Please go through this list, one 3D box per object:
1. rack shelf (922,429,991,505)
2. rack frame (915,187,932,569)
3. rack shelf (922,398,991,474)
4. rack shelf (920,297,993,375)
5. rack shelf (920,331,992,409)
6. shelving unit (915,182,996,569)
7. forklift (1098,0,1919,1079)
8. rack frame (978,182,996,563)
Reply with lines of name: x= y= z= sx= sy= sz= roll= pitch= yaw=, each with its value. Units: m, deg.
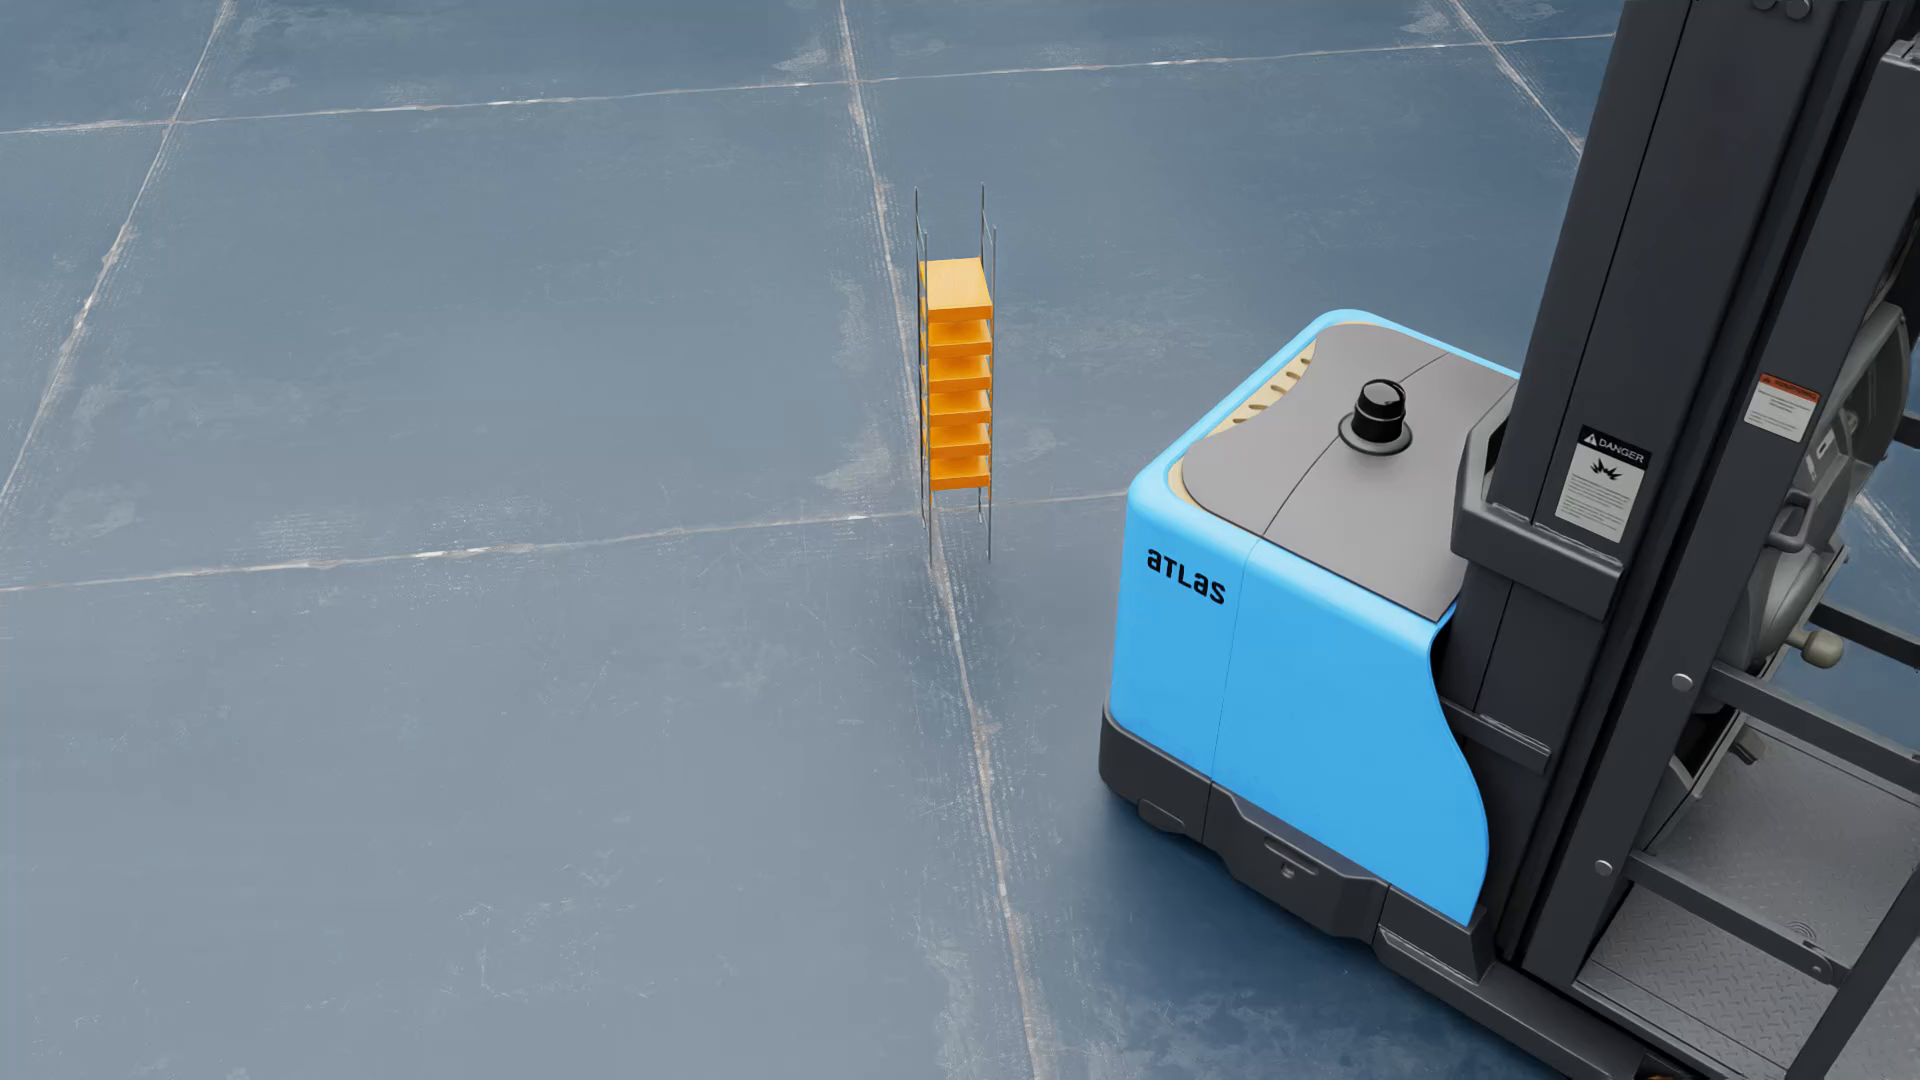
rack shelf: x=-0.014 y=-0.233 z=5.037 sx=0.180 sy=0.103 sz=0.258 roll=-5 pitch=42 yaw=-6
rack frame: x=-0.105 y=-0.436 z=4.838 sx=0.006 sy=1.200 sz=0.240 roll=-5 pitch=42 yaw=-6
rack shelf: x=-0.014 y=-0.322 z=4.957 sx=0.180 sy=0.103 sz=0.258 roll=-5 pitch=42 yaw=-6
rack shelf: x=-0.014 y=-0.589 z=4.716 sx=0.180 sy=0.103 sz=0.258 roll=-5 pitch=42 yaw=-6
rack shelf: x=-0.014 y=-0.500 z=4.796 sx=0.180 sy=0.103 sz=0.258 roll=-5 pitch=42 yaw=-6
shelving unit: x=-0.014 y=-0.444 z=4.847 sx=0.189 sy=1.200 sz=0.258 roll=-5 pitch=42 yaw=-6
forklift: x=1.833 y=-0.012 z=3.141 sx=3.031 sy=2.843 sz=1.129 roll=29 pitch=49 yaw=28
rack frame: x=0.076 y=-0.452 z=4.856 sx=0.006 sy=1.200 sz=0.240 roll=-5 pitch=42 yaw=-6
